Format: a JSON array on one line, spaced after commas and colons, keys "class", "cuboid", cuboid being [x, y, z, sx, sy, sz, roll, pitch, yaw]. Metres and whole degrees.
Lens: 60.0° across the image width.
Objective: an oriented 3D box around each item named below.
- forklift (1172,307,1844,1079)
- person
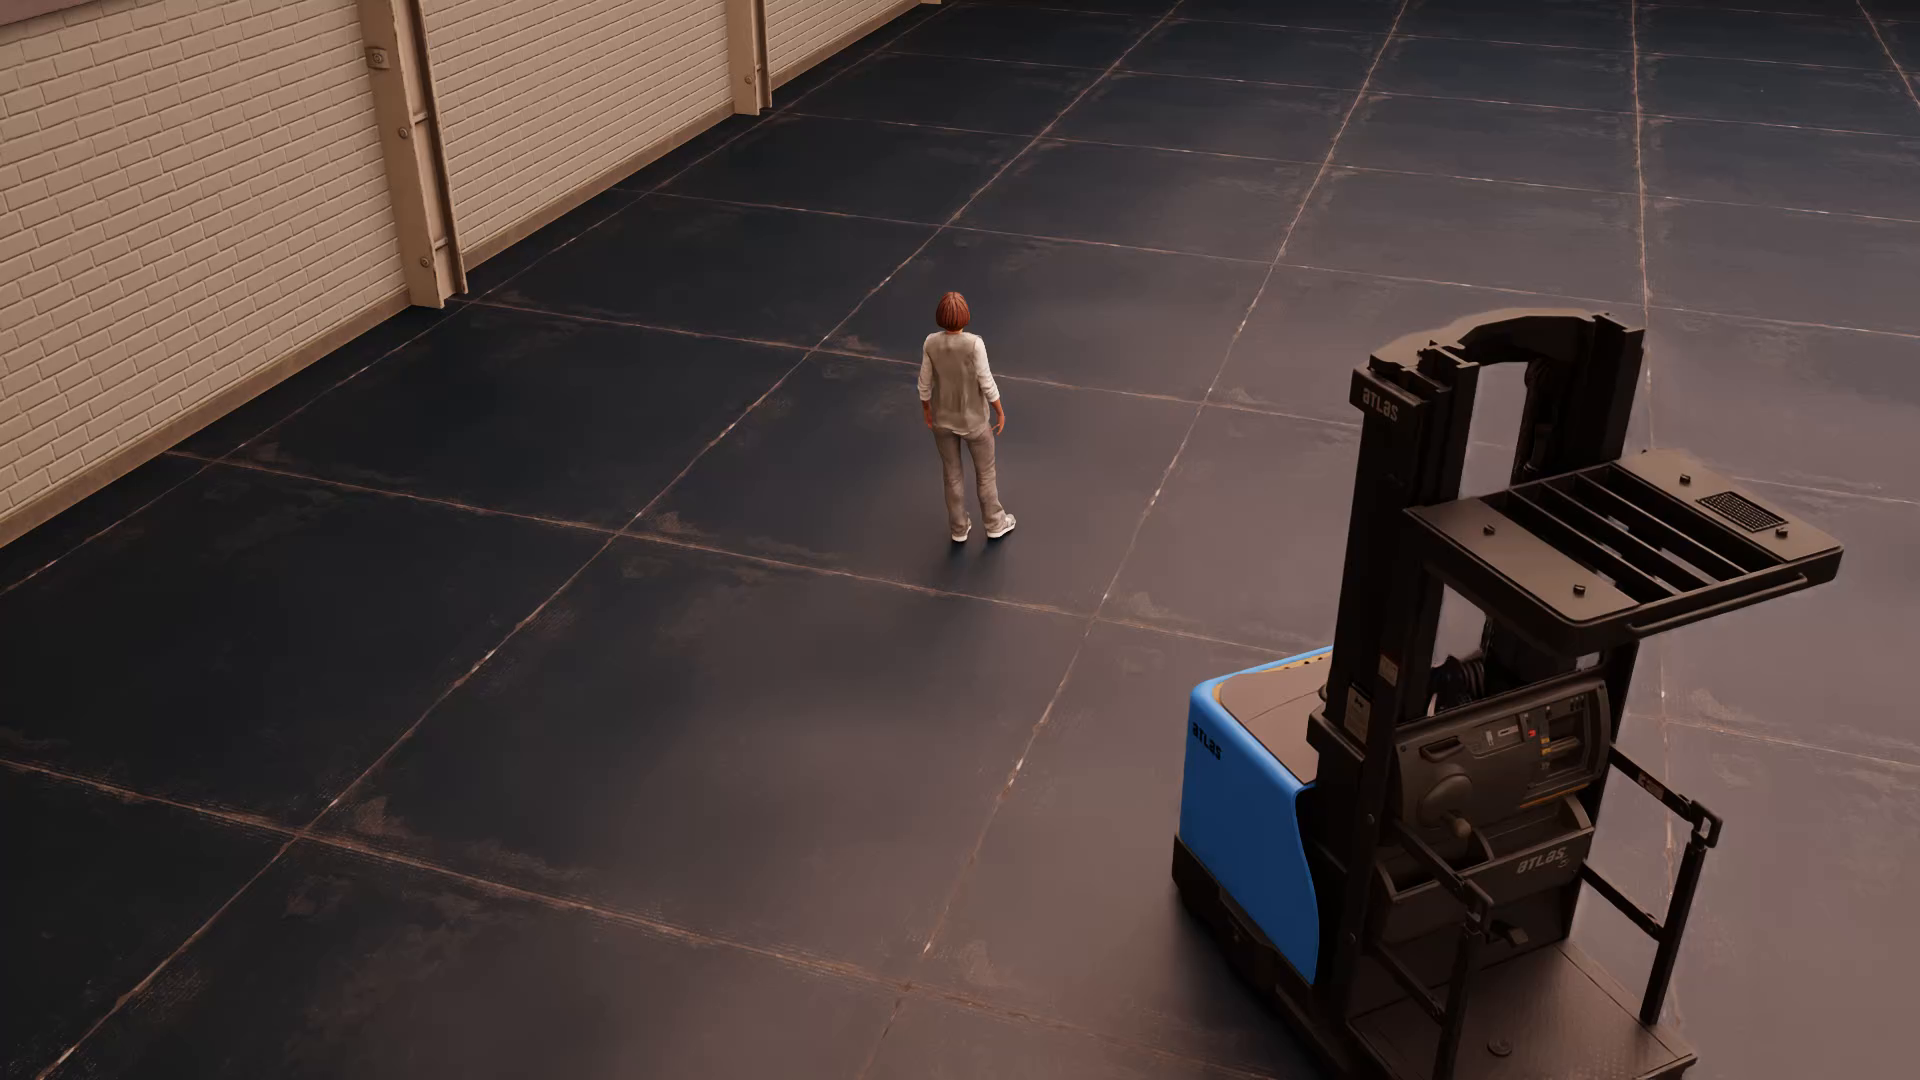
[{"class": "forklift", "cuboid": [2.013, 0.818, 5.701, 1.130, 2.935, 3.031, -13, 32, -21]}, {"class": "person", "cuboid": [0.037, -0.733, 9.755, 0.521, 1.599, 0.473, 10, 31, 16]}]
